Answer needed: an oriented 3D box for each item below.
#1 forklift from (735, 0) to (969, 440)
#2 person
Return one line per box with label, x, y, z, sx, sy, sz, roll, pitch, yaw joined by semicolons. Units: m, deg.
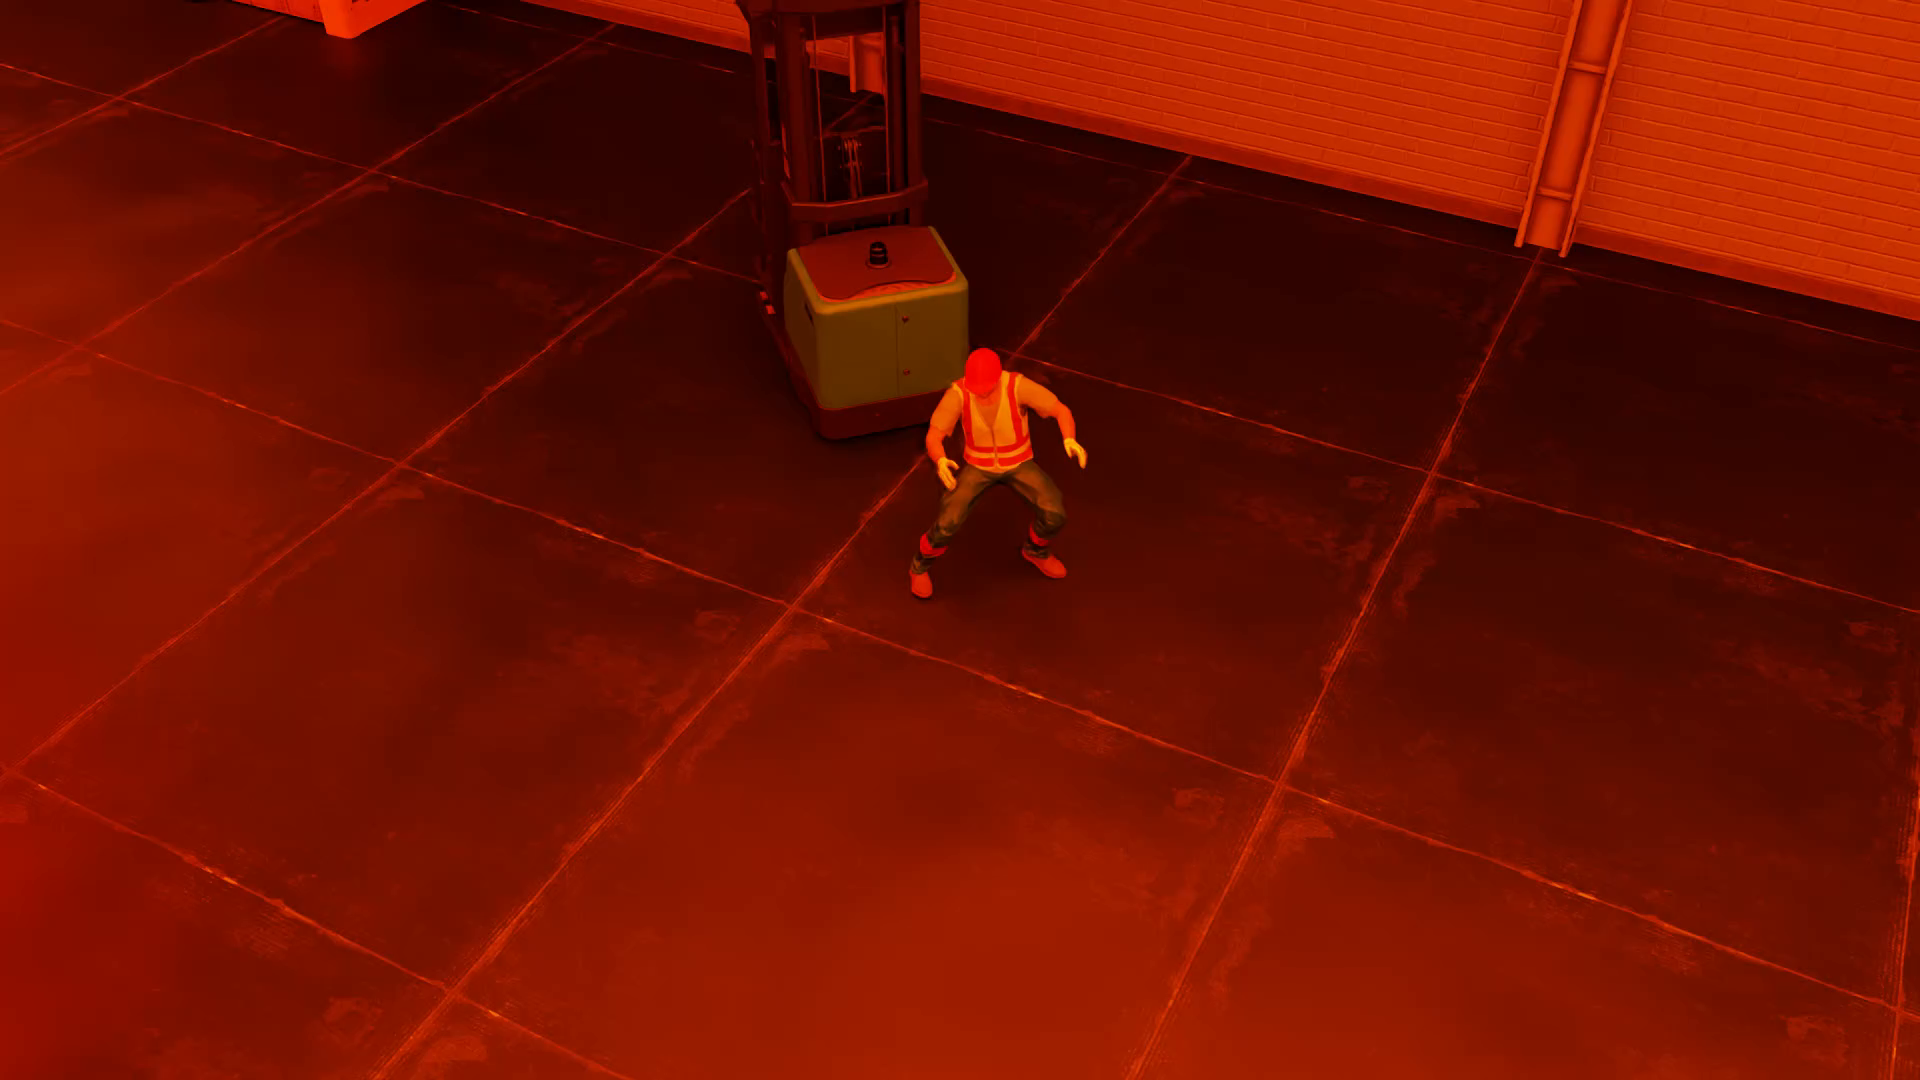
forklift;-0.866;-2.738;11.237;1.130;2.935;3.031;-12;42;-14
person;0.206;-0.368;9.493;1.018;1.559;0.771;2;40;3
